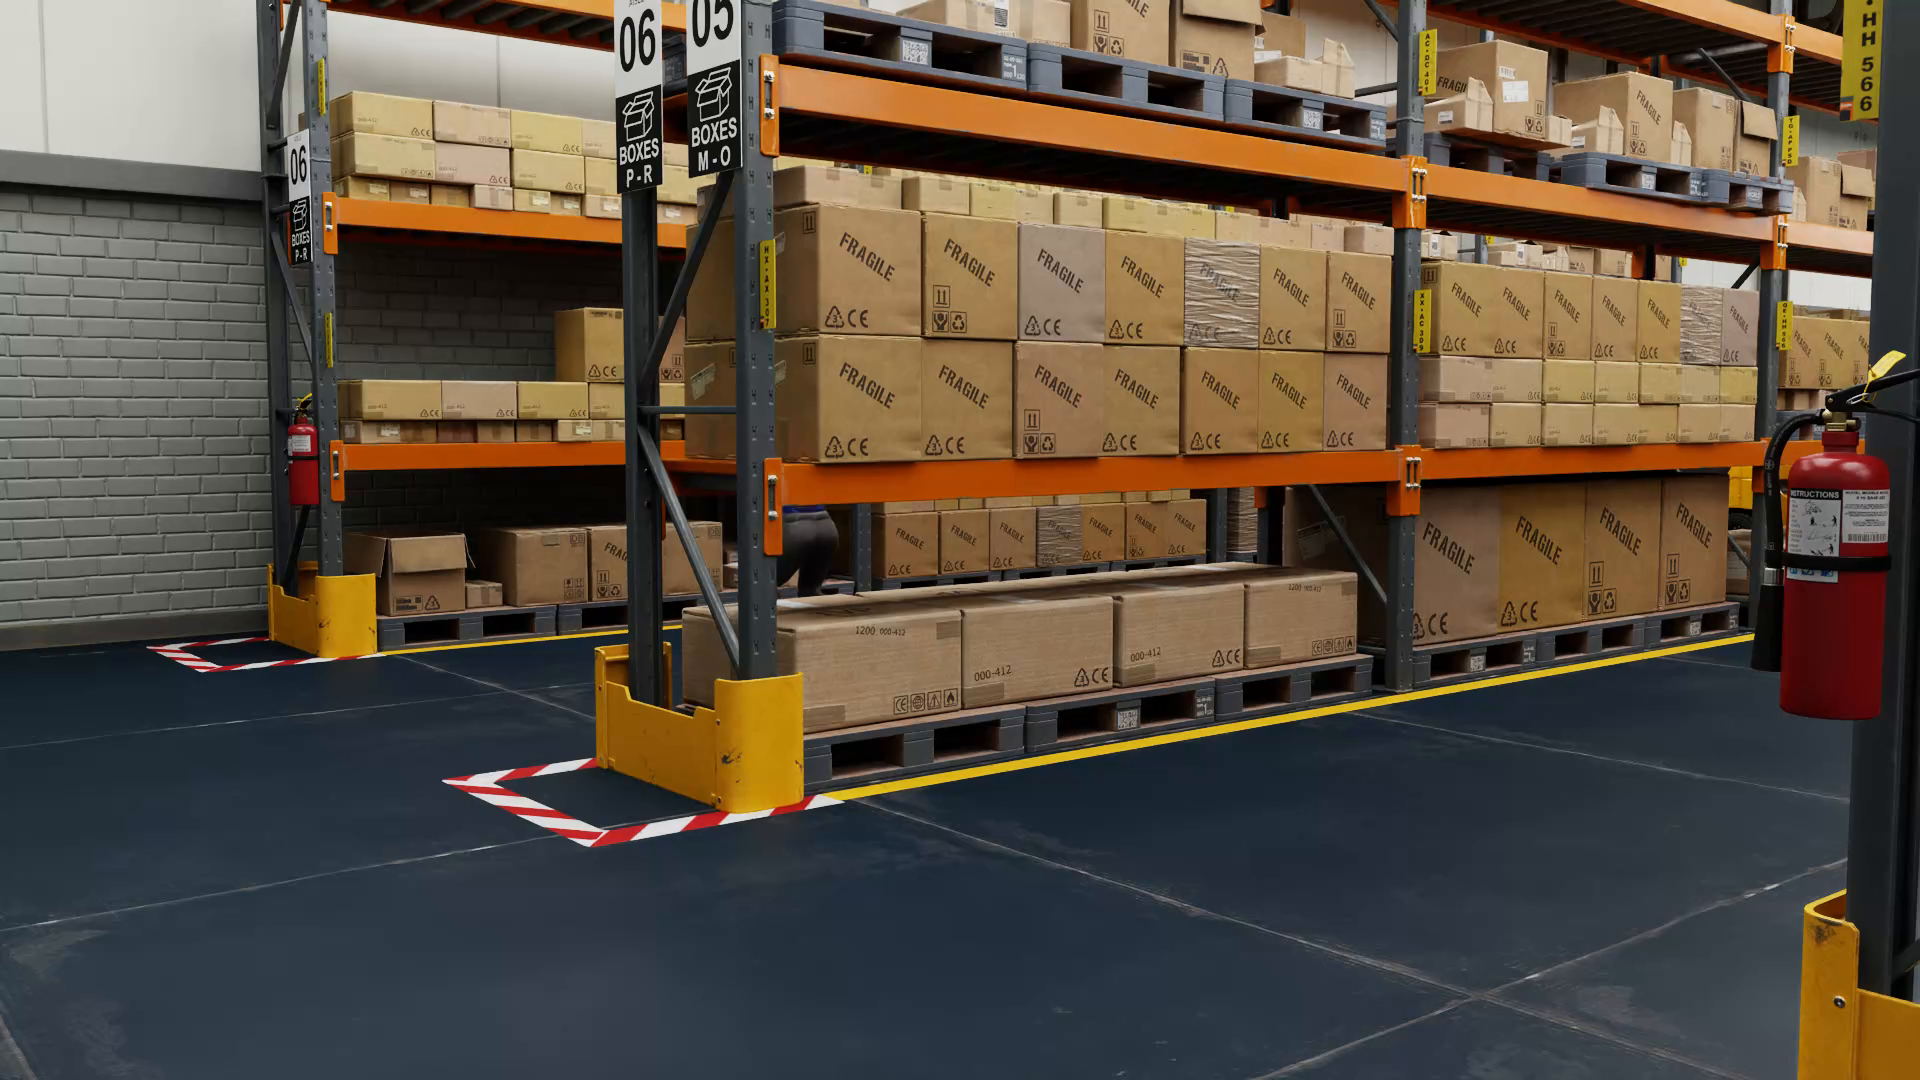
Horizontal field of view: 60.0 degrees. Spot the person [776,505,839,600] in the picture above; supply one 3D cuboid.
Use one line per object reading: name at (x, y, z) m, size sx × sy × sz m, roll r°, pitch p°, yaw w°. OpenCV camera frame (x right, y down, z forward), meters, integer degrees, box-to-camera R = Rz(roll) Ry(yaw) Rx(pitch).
person at (-1.006, 0.005, 9.923) m, size 0.487 × 1.487 × 0.535 m, roll -3°, pitch 6°, yaw -38°
